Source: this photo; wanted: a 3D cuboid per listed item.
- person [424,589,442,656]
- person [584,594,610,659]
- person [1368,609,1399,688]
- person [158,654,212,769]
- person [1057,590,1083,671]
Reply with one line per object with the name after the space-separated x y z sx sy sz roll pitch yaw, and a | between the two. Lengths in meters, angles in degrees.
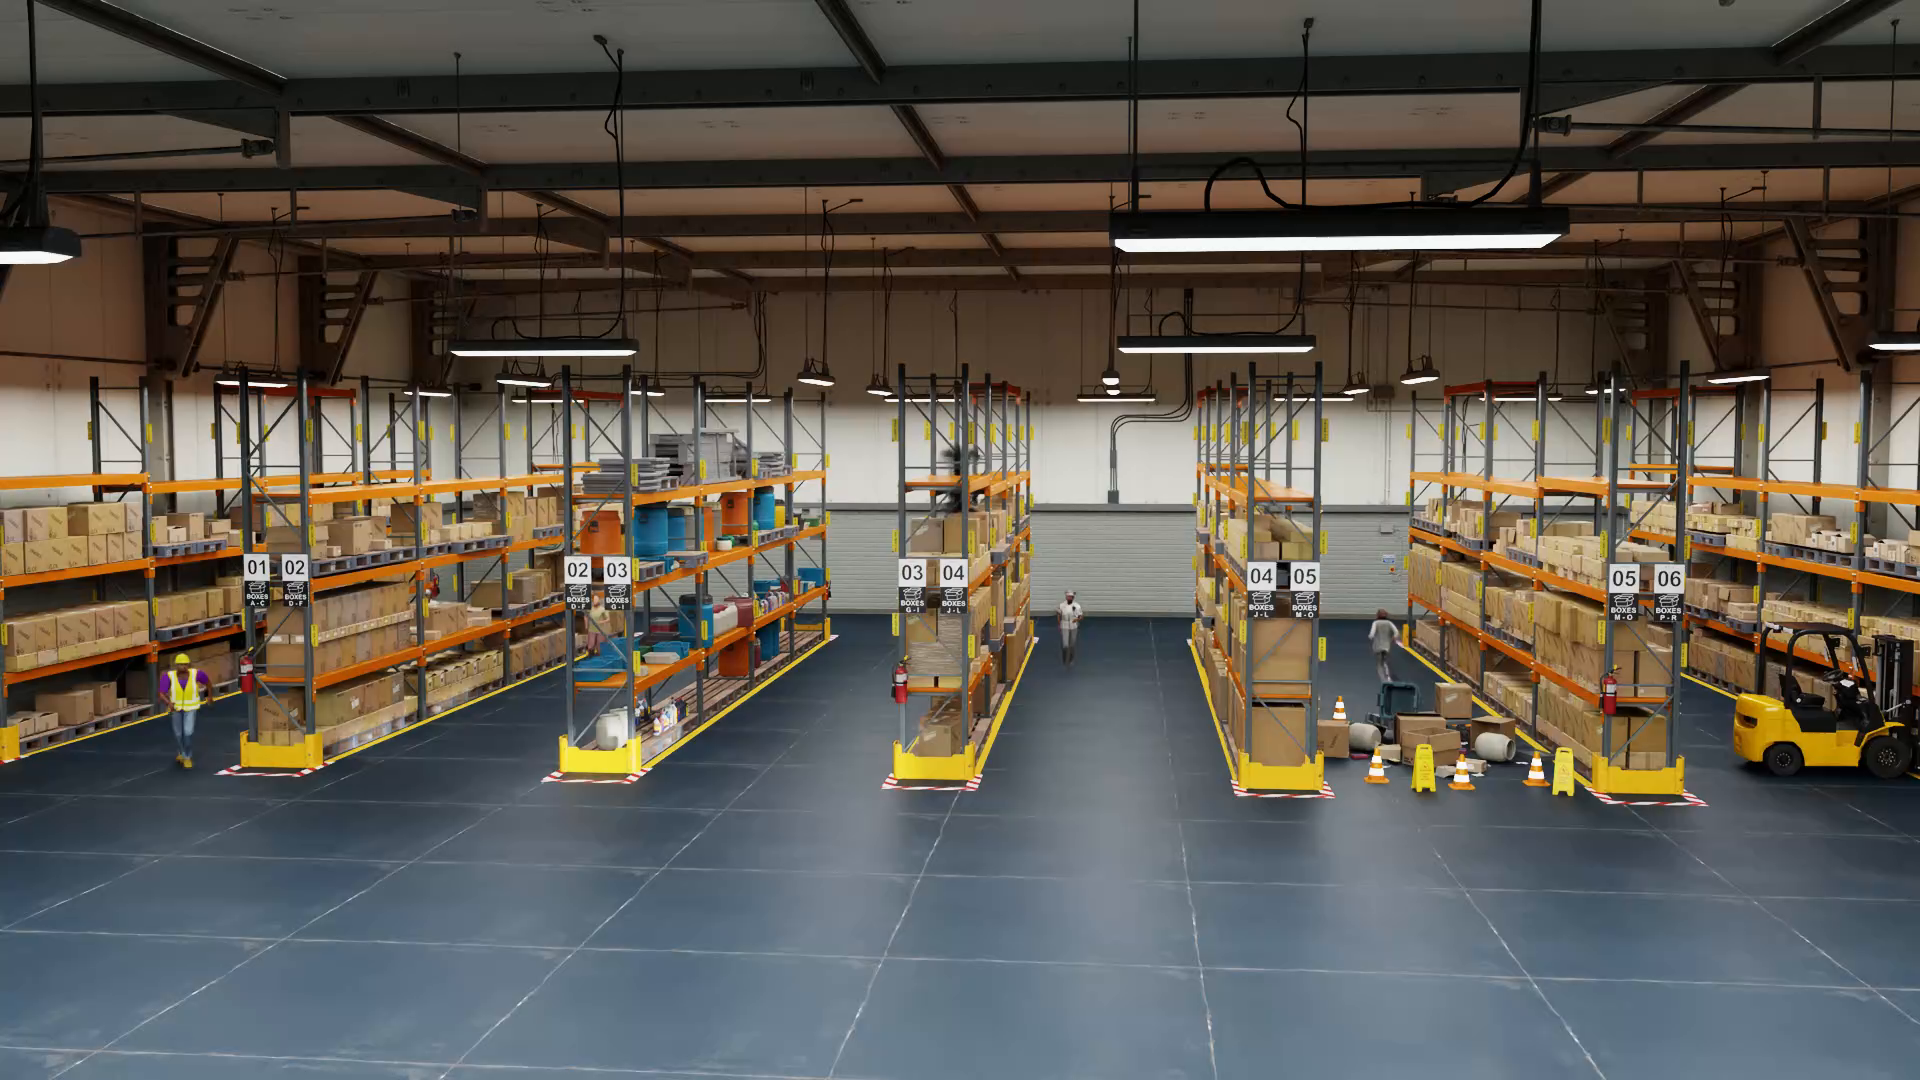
-11.297 1.895 35.430 0.608 1.707 0.737 0 4 7 | person
-7.576 1.942 34.653 0.572 1.646 0.642 0 4 -3 | person
8.253 2.118 32.526 0.548 1.564 0.603 0 4 -6 | person
-11.648 2.565 25.005 0.689 1.753 0.870 -1 4 -16 | person
2.328 1.918 35.209 0.563 1.737 0.730 0 4 2 | person
